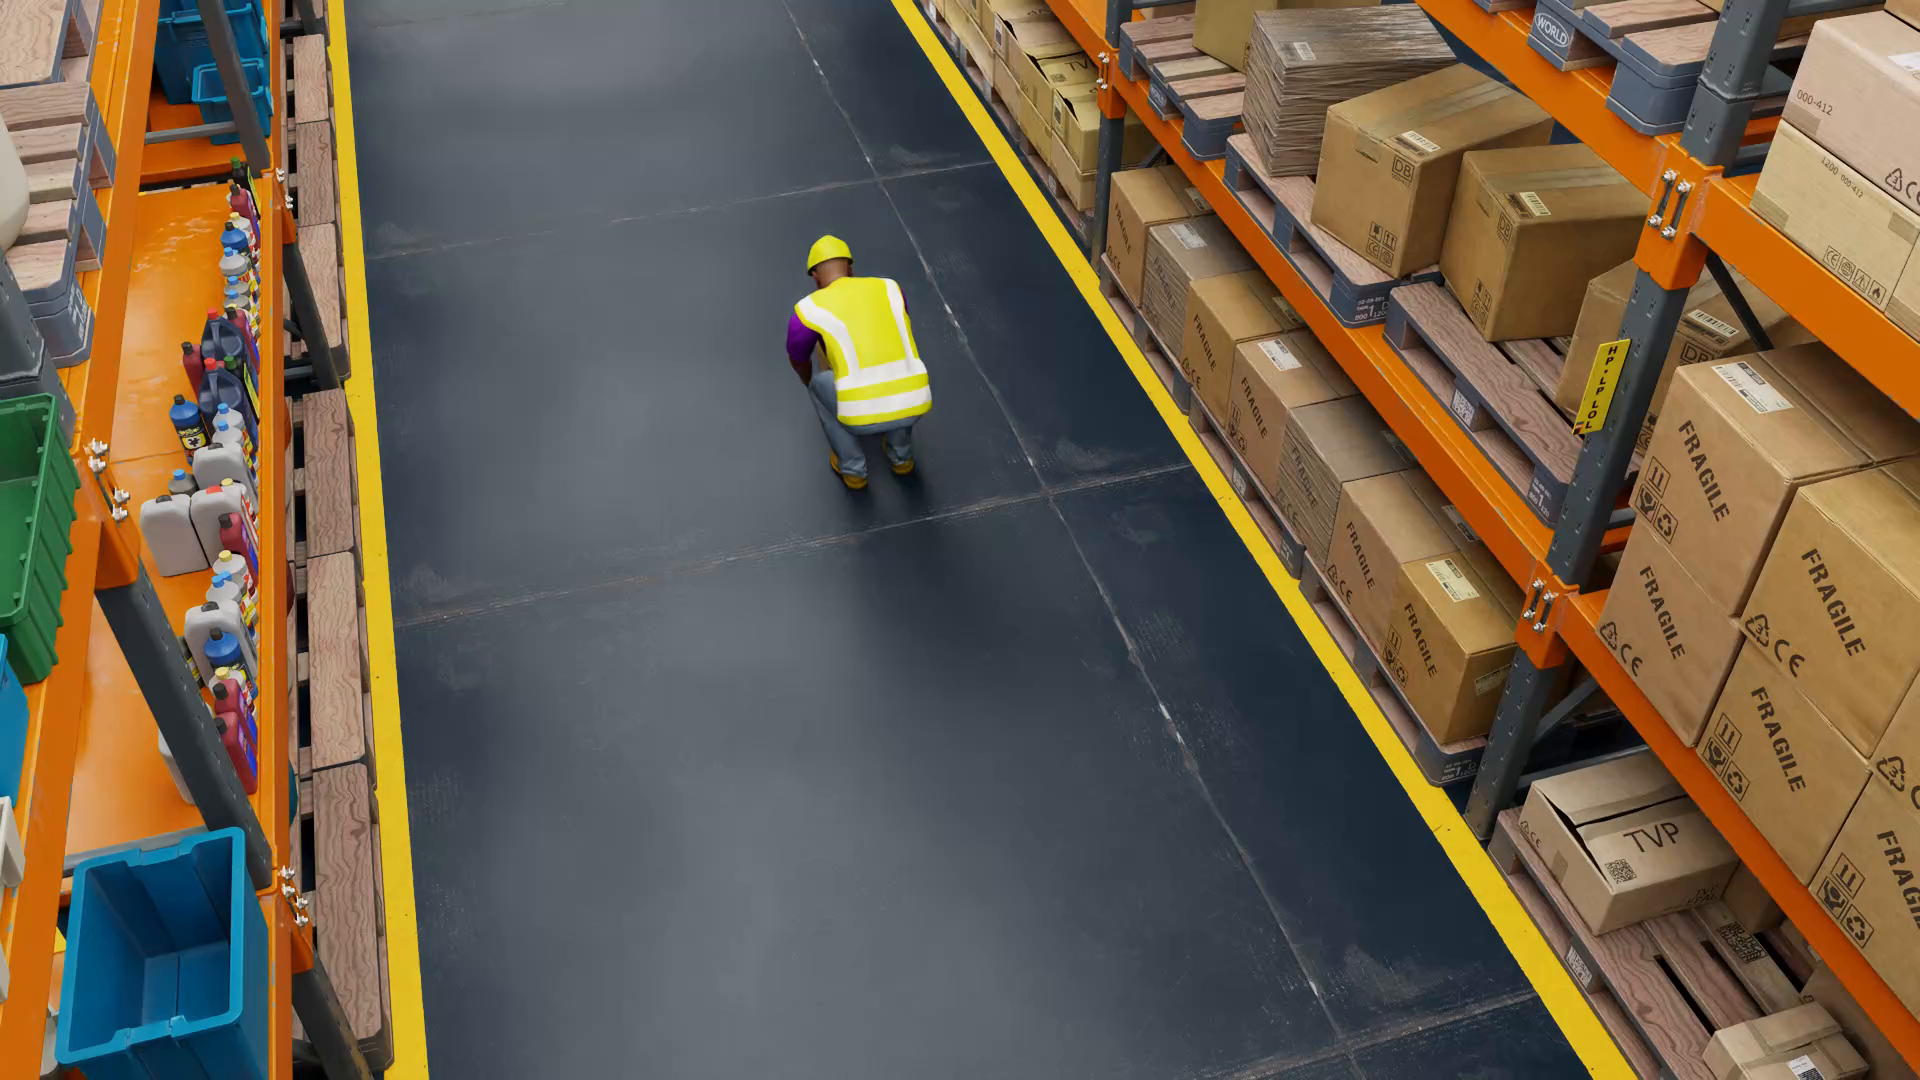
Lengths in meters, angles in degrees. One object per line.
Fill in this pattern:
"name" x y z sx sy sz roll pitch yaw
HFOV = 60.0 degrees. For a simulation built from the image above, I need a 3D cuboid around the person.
"person" -0.470 -0.778 7.596 0.583 0.985 0.891 -12 43 -13
